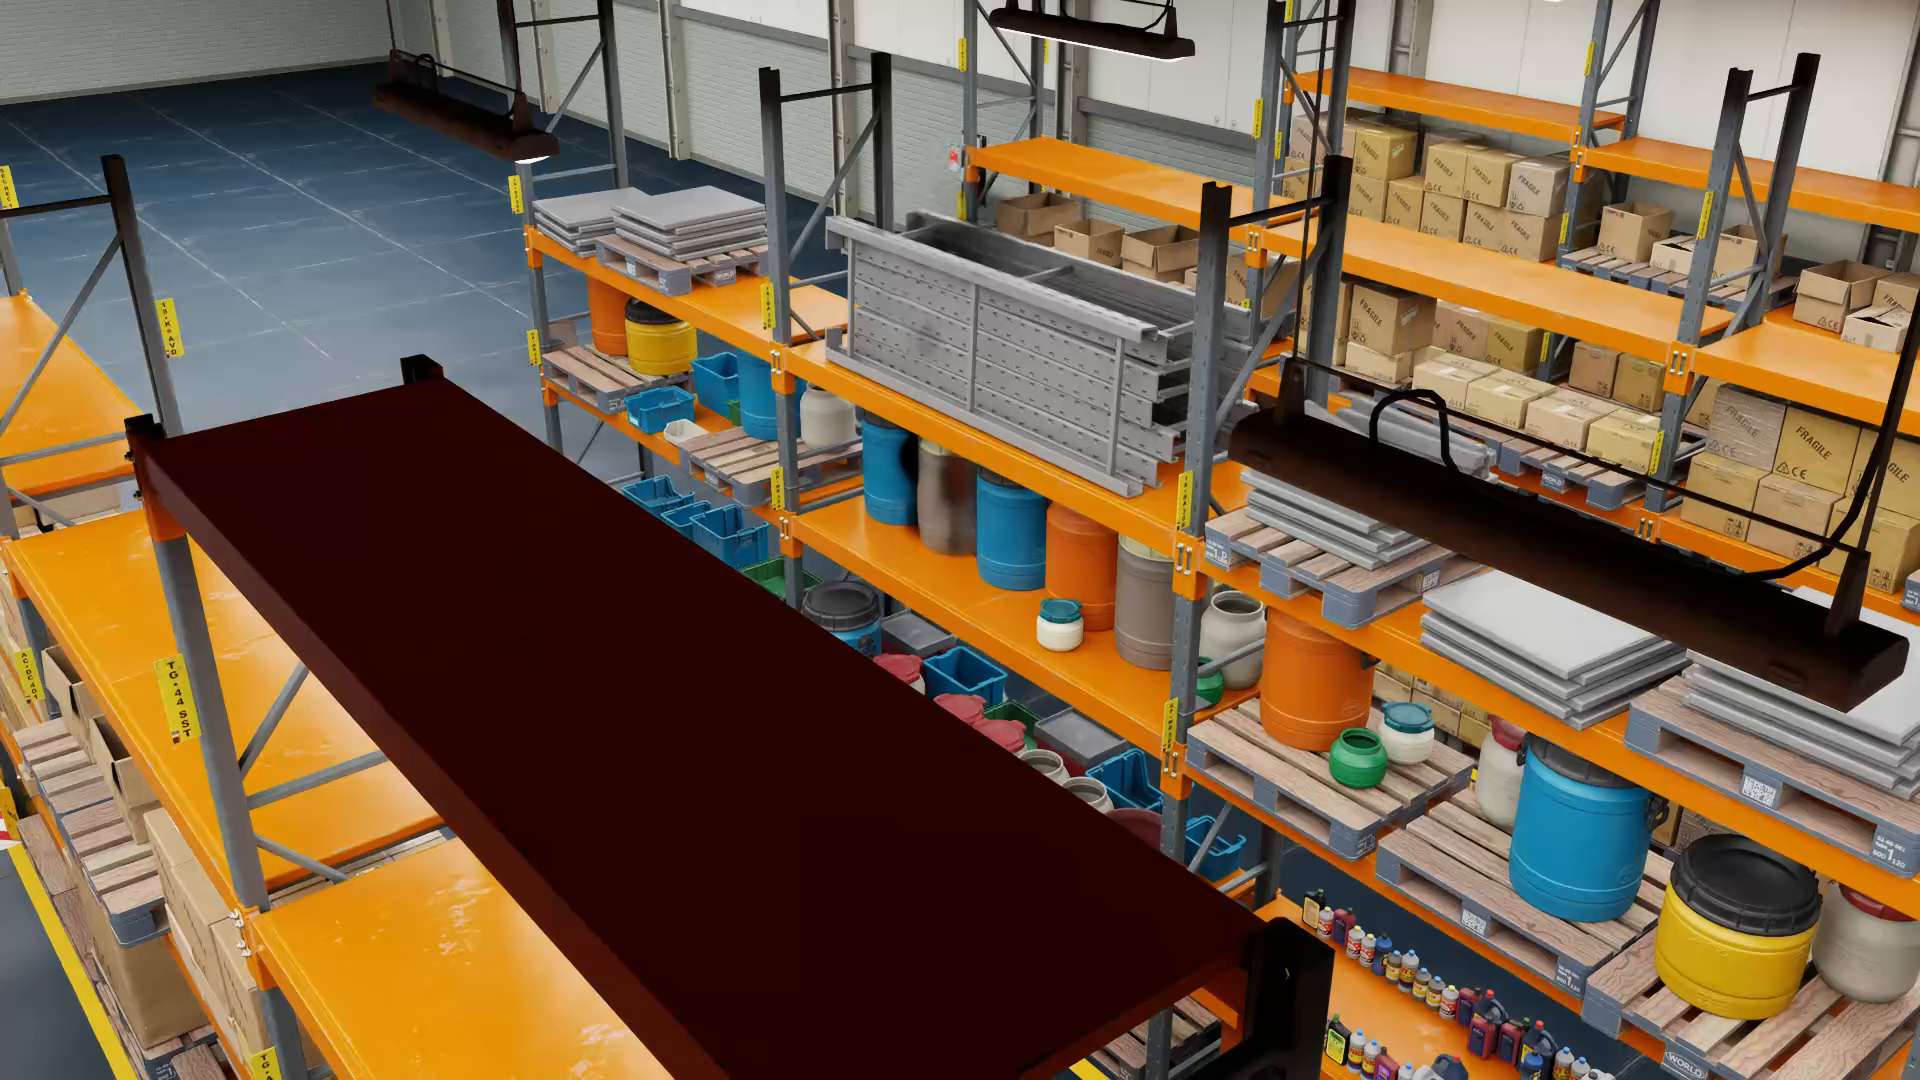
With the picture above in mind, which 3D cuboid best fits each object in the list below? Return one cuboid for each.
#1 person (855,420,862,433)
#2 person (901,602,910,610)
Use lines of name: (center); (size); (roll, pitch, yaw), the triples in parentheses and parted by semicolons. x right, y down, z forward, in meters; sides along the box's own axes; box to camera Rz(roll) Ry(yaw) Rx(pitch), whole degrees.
person: (-1.408, -1.677, 19.900); (0.678, 1.660, 0.643); (-2, 26, -4)
person: (-0.315, 0.706, 14.928); (0.587, 1.634, 0.568); (-19, 32, -34)
